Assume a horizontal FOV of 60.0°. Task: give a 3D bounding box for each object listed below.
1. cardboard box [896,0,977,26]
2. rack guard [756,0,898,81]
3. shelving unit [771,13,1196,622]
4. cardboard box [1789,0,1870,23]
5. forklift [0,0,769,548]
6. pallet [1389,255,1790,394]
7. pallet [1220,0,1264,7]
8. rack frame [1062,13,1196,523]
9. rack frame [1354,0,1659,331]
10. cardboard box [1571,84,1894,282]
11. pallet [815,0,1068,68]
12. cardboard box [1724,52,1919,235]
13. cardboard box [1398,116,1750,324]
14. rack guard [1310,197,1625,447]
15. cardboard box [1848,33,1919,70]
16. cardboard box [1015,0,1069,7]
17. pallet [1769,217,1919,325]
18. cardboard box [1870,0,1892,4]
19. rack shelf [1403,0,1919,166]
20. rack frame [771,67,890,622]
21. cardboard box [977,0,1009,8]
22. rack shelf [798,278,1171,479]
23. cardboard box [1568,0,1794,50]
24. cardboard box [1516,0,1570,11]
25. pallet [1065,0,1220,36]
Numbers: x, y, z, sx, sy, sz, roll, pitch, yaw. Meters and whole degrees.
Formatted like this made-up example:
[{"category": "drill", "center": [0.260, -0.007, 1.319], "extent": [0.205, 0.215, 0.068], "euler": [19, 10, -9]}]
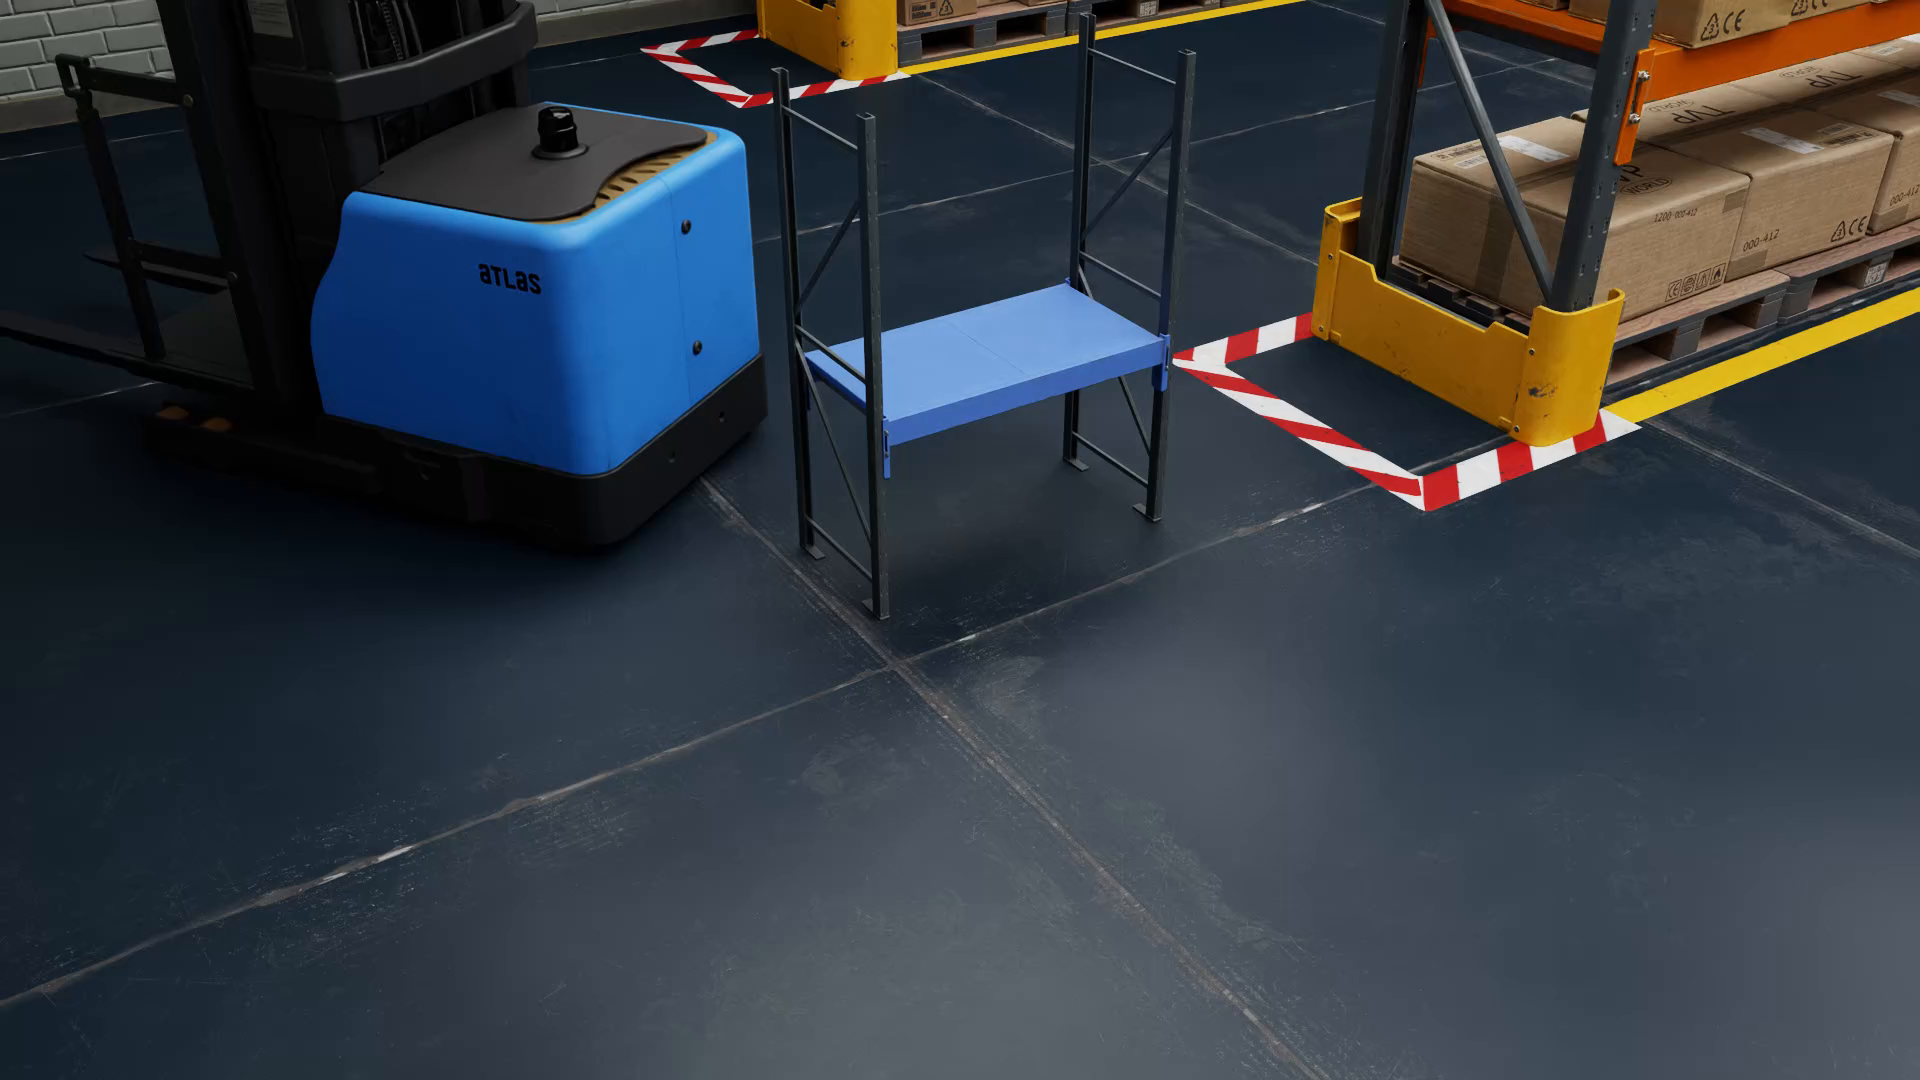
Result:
[{"category": "cardboard box", "center": [-0.289, -3.376, 9.737], "extent": [0.637, 0.503, 0.797], "euler": [-21, 38, -29]}, {"category": "rack guard", "center": [-0.791, -3.085, 9.672], "extent": [0.348, 0.500, 1.175], "euler": [-19, 37, -27]}, {"category": "shelving unit", "center": [0.072, -0.659, 4.889], "extent": [1.048, 1.500, 0.538], "euler": [-19, 37, -27]}, {"category": "cardboard box", "center": [2.807, -2.106, 5.684], "extent": [0.500, 0.500, 0.500], "euler": [-20, 37, -28]}, {"category": "forklift", "center": [-2.233, -1.729, 5.244], "extent": [3.031, 2.935, 1.130], "euler": [13, 35, 20]}, {"category": "pallet", "center": [2.467, -0.982, 6.609], "extent": [1.213, 0.211, 1.003], "euler": [-19, 37, -27]}, {"category": "pallet", "center": [1.930, -3.899, 11.233], "extent": [1.213, 0.211, 1.003], "euler": [-19, 37, -27]}, {"category": "rack frame", "center": [0.499, -0.806, 5.122], "extent": [0.032, 1.500, 0.500], "euler": [-19, 37, -27]}, {"category": "rack frame", "center": [1.838, -1.895, 5.443], "extent": [0.127, 3.000, 1.000], "euler": [-19, 37, -27]}, {"category": "cardboard box", "center": [3.103, -1.493, 6.814], "extent": [0.875, 0.438, 0.875], "euler": [-18, 36, -26]}, {"category": "pallet", "center": [-0.121, -3.194, 10.115], "extent": [1.213, 0.211, 1.003], "euler": [-19, 37, -27]}, {"category": "cardboard box", "center": [3.862, -1.753, 7.226], "extent": [0.875, 0.438, 0.875], "euler": [-20, 37, -29]}, {"category": "cardboard box", "center": [2.338, -1.225, 6.388], "extent": [0.875, 0.438, 0.875], "euler": [-20, 38, -29]}, {"category": "rack guard", "center": [1.818, -0.831, 6.099], "extent": [0.348, 0.500, 1.175], "euler": [-19, 37, -27]}, {"category": "cardboard box", "center": [4.614, -2.012, 7.636], "extent": [0.875, 0.438, 0.875], "euler": [-20, 37, -28]}, {"category": "cardboard box", "center": [0.450, -3.605, 10.102], "extent": [0.500, 0.500, 0.700], "euler": [-17, 36, -25]}, {"category": "pallet", "center": [3.492, -1.333, 7.165], "extent": [1.213, 0.211, 1.003], "euler": [-19, 37, -27]}, {"category": "cardboard box", "center": [3.244, -2.245, 5.904], "extent": [0.500, 0.500, 0.500], "euler": [-19, 37, -28]}, {"category": "rack shelf", "center": [3.519, -2.169, 6.552], "extent": [4.000, 0.370, 1.077], "euler": [-19, 37, -27]}, {"category": "rack frame", "center": [-0.356, -0.512, 4.656], "extent": [0.032, 1.500, 0.500], "euler": [-19, 37, -27]}, {"category": "cardboard box", "center": [0.089, -3.332, 9.999], "extent": [0.250, 0.149, 0.380], "euler": [-21, 38, -29]}, {"category": "rack shelf", "center": [0.072, -0.507, 4.985], "extent": [1.000, 0.185, 0.538], "euler": [-19, 37, -27]}, {"category": "cardboard box", "center": [2.397, -1.948, 5.433], "extent": [0.500, 0.500, 0.500], "euler": [-19, 37, -28]}, {"category": "cardboard box", "center": [2.100, -2.196, 5.826], "extent": [0.500, 0.500, 0.500], "euler": [-19, 37, -27]}, {"category": "pallet", "center": [0.903, -3.544, 10.671], "extent": [1.213, 0.211, 1.003], "euler": [-19, 37, -27]}]
